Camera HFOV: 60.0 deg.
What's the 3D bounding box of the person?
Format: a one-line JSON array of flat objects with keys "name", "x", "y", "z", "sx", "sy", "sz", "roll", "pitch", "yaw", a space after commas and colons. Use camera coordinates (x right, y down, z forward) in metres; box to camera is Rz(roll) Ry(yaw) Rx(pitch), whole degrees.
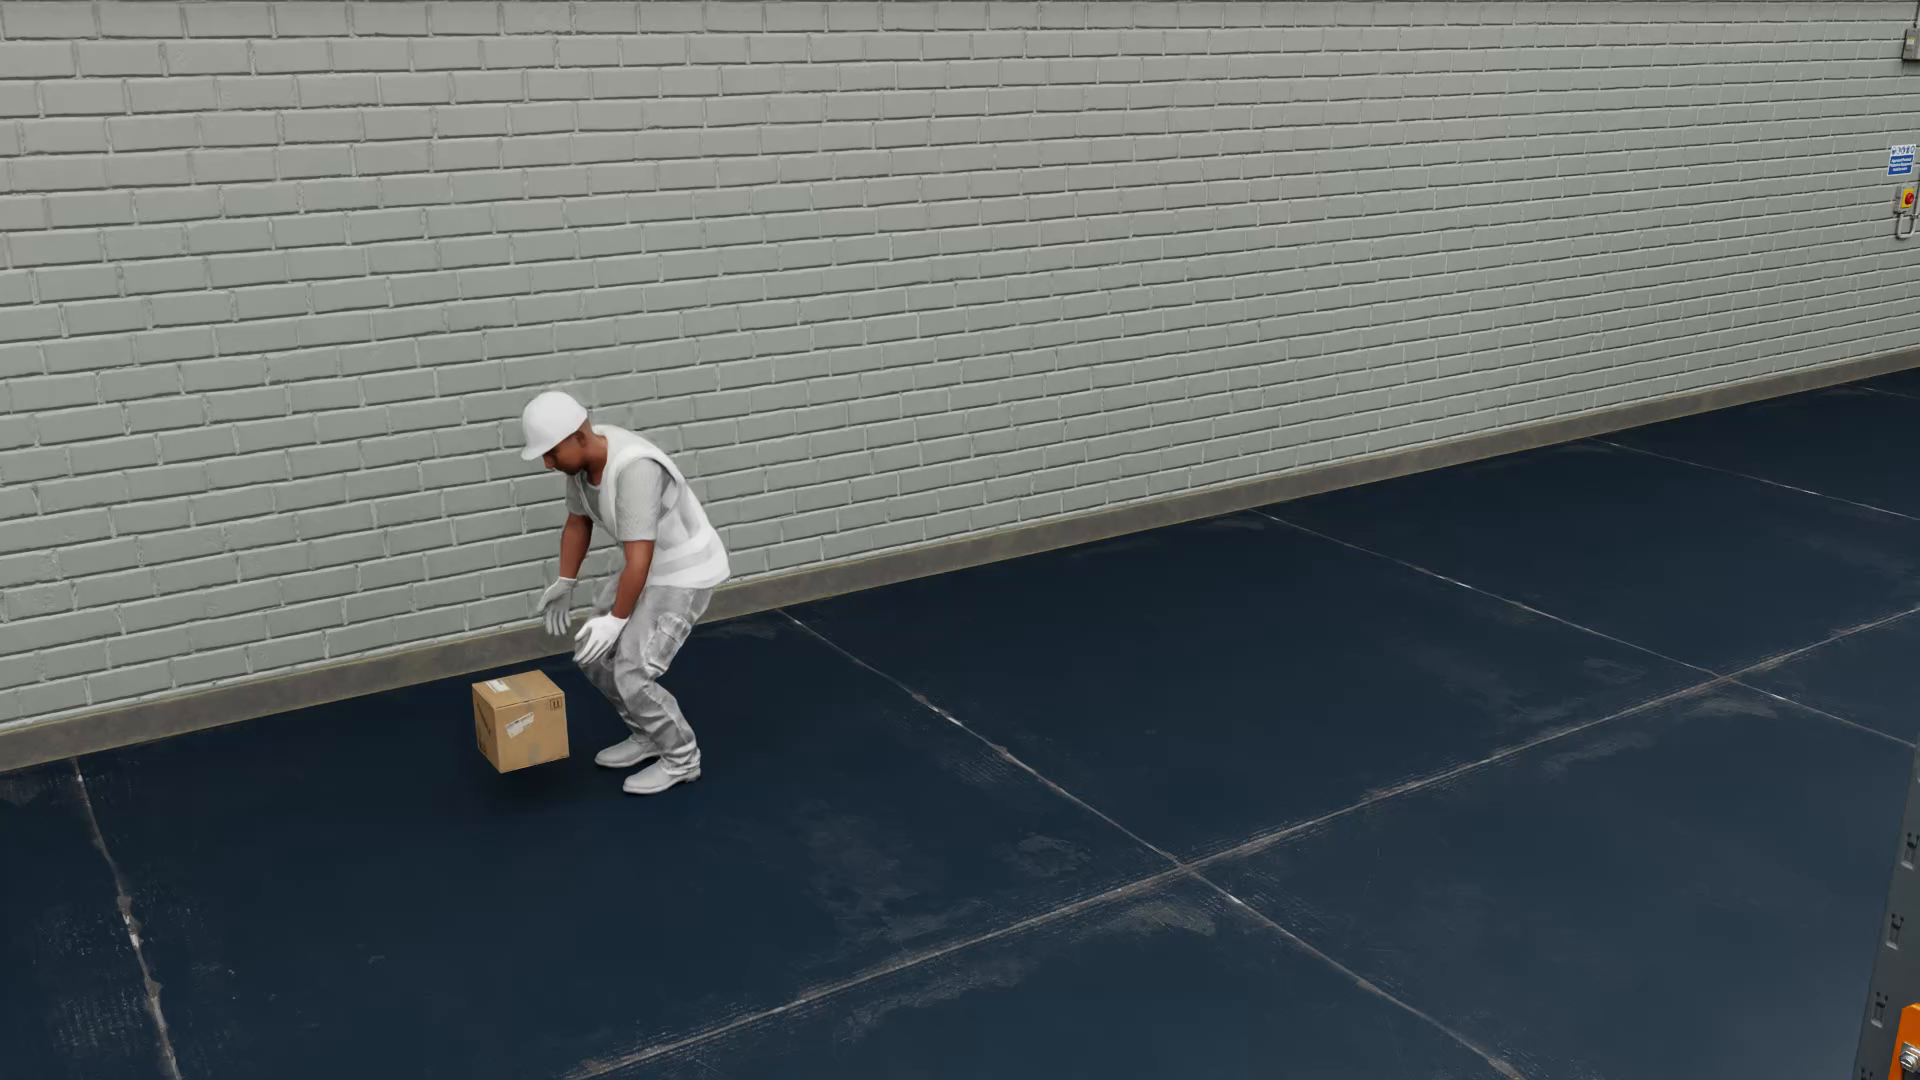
[{"name": "person", "x": -1.175, "y": 0.173, "z": 5.951, "sx": 0.717, "sy": 1.498, "sz": 0.610, "roll": -11, "pitch": 21, "yaw": -31}]
